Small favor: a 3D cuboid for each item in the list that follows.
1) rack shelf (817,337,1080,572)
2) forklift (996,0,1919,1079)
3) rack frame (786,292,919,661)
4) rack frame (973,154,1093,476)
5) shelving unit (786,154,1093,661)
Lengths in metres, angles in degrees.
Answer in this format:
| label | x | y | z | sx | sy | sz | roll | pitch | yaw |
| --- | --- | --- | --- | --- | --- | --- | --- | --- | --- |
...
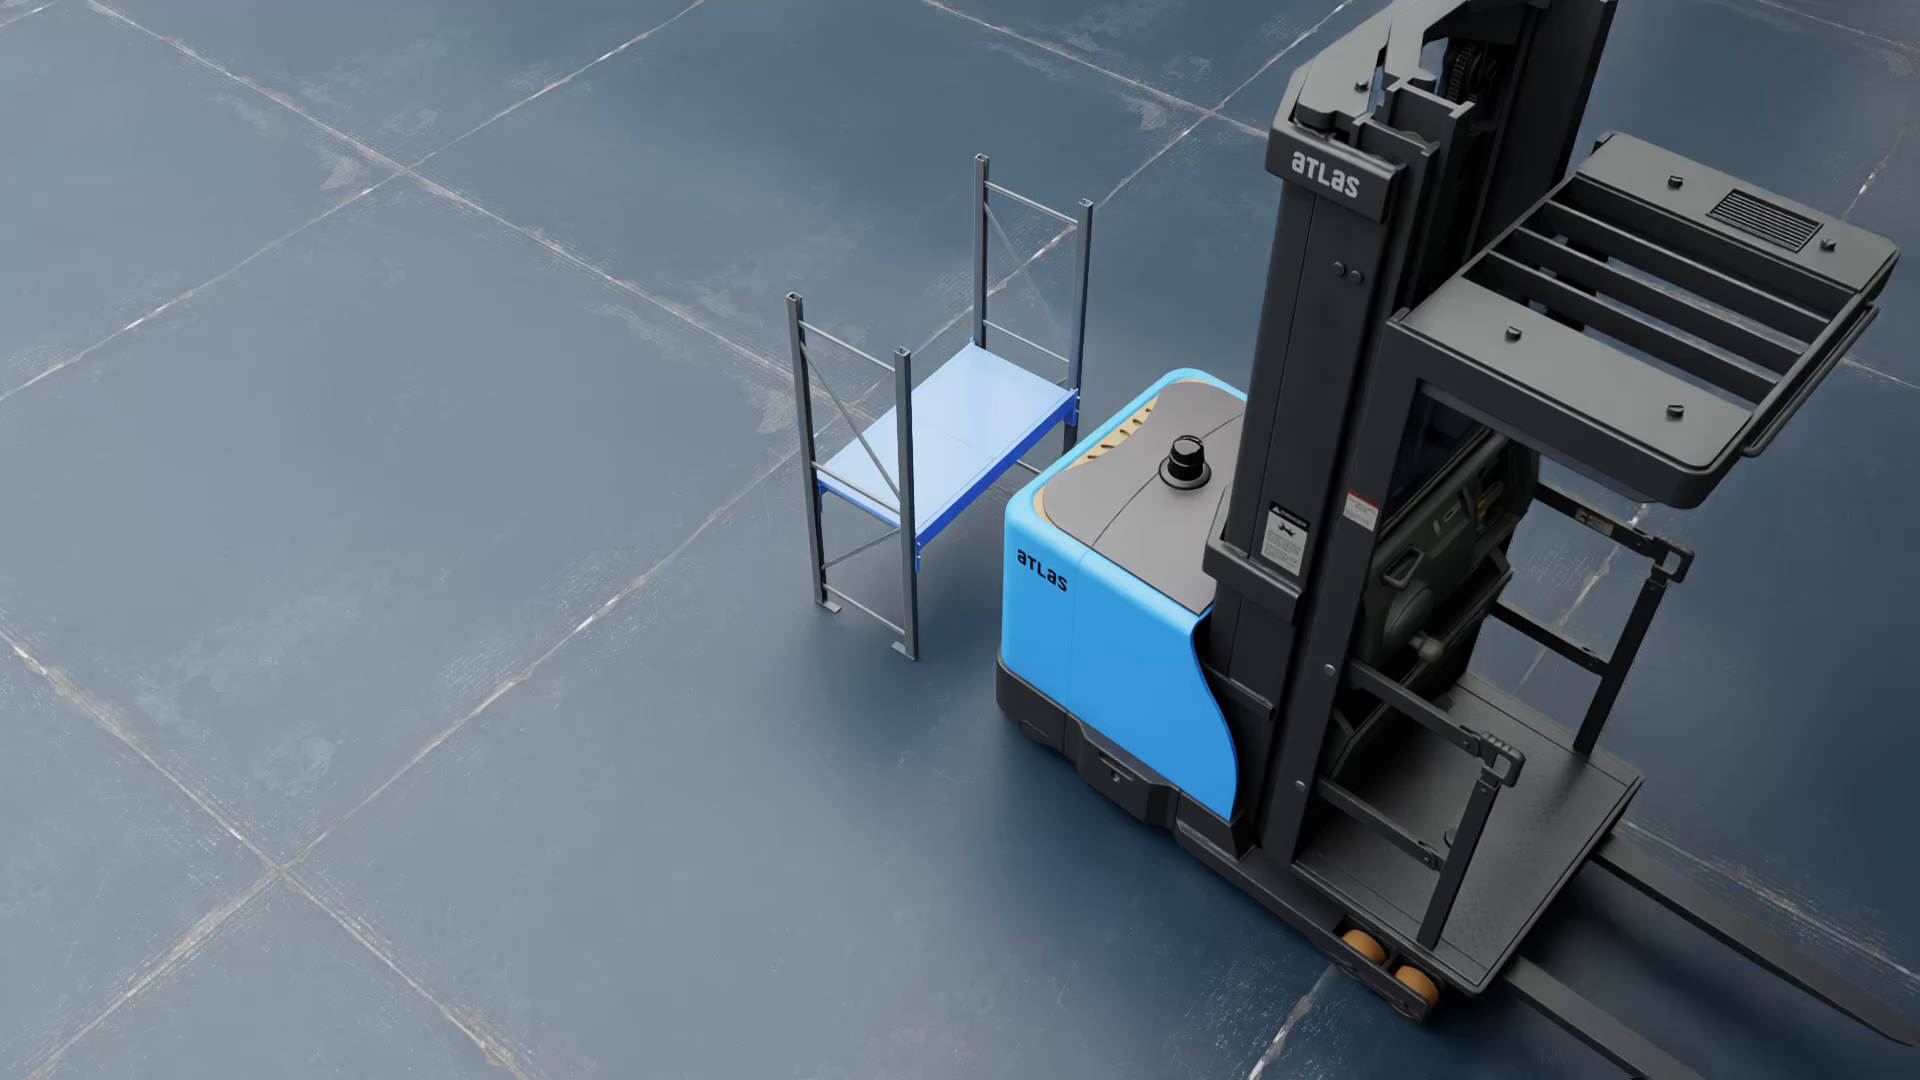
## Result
| label | x | y | z | sx | sy | sz | roll | pitch | yaw |
| --- | --- | --- | --- | --- | --- | --- | --- | --- | --- |
| rack shelf | -0.052 | -0.345 | 6.291 | 0.538 | 0.185 | 1.000 | 29 | 53 | 25 |
| forklift | 1.560 | 0.072 | 4.654 | 3.031 | 2.935 | 1.130 | 33 | 55 | 28 |
| rack frame | -0.363 | -0.178 | 5.883 | 0.500 | 1.500 | 0.032 | 29 | 53 | 25 |
| rack frame | 0.259 | -0.760 | 6.439 | 0.500 | 1.500 | 0.032 | 29 | 53 | 25 |
| shelving unit | -0.052 | -0.469 | 6.161 | 0.538 | 1.500 | 1.048 | 29 | 53 | 25 |
